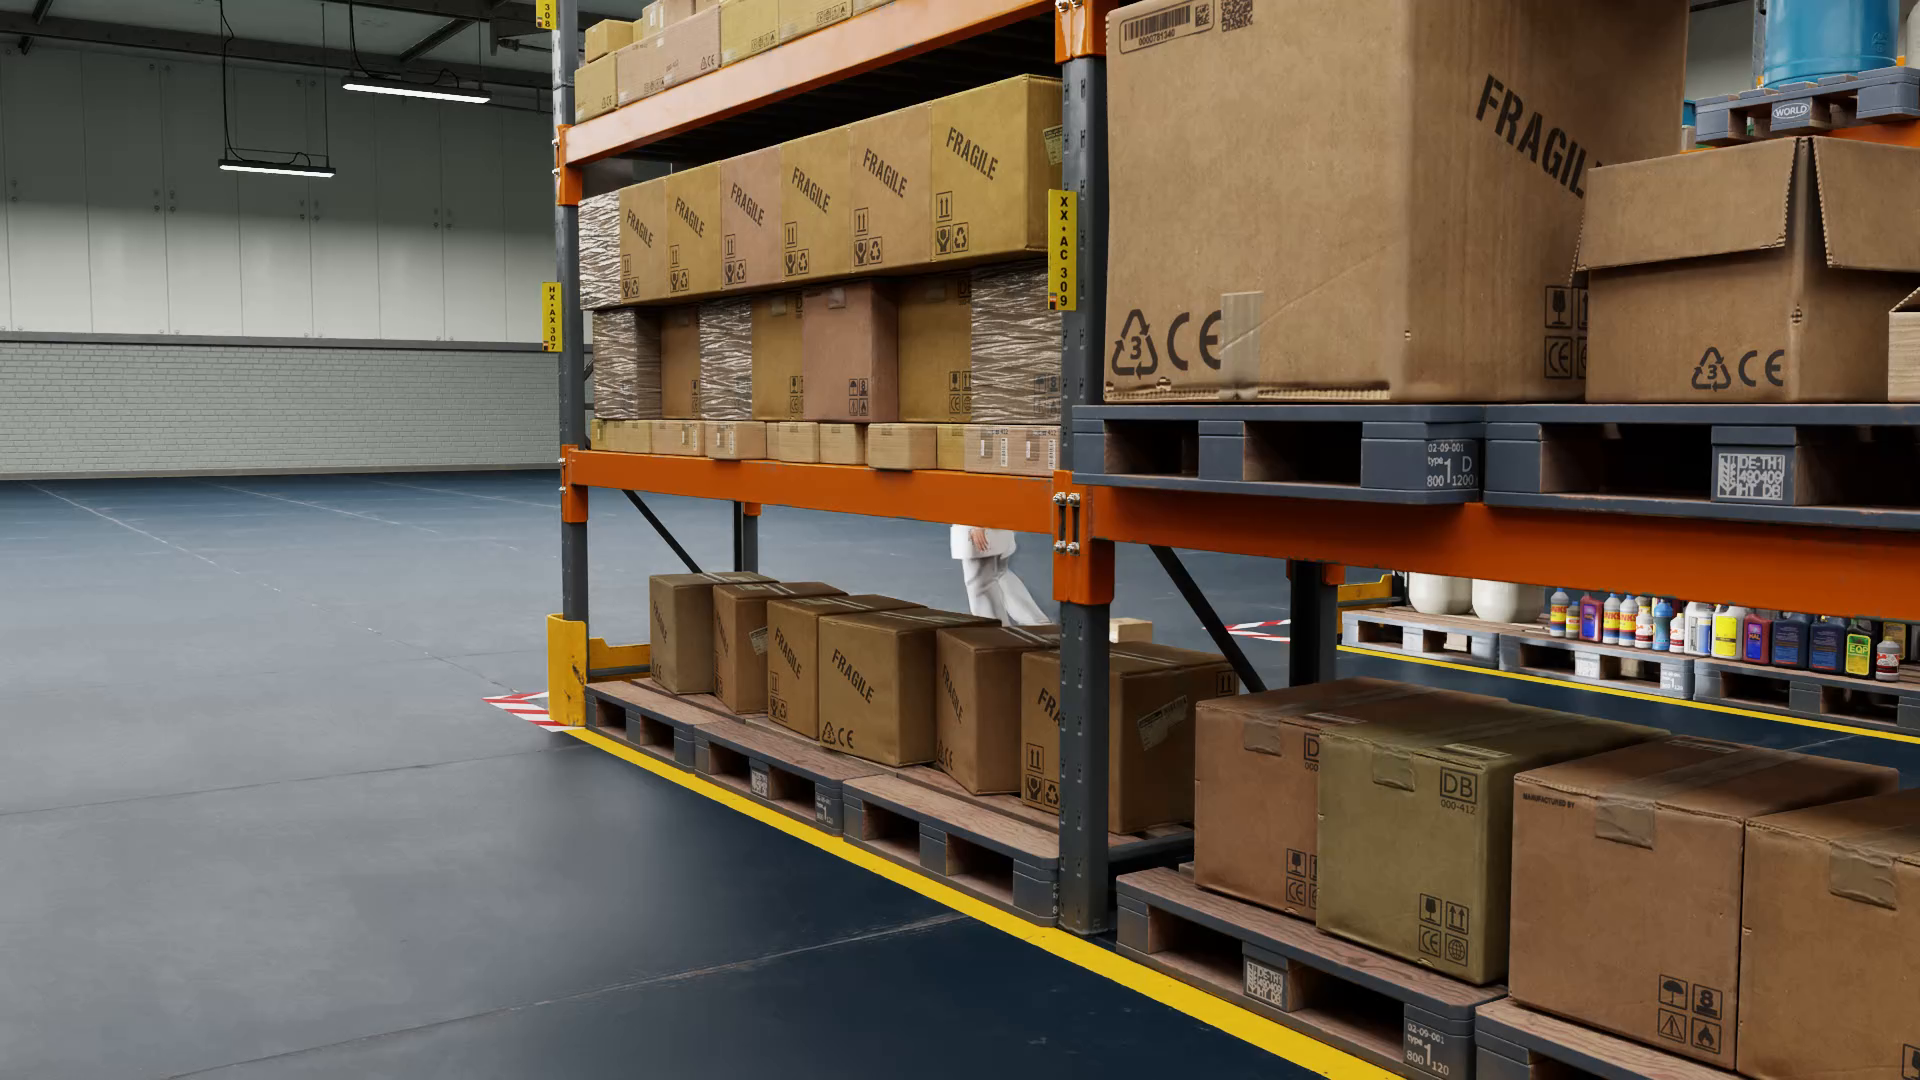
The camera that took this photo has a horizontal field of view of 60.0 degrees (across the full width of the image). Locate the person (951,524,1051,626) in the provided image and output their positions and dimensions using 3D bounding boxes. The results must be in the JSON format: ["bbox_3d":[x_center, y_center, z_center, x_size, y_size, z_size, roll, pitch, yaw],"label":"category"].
[{"bbox_3d":[0.237,-0.140,9.384,0.561,1.767,0.769,2,5,23],"label":"person"}]
